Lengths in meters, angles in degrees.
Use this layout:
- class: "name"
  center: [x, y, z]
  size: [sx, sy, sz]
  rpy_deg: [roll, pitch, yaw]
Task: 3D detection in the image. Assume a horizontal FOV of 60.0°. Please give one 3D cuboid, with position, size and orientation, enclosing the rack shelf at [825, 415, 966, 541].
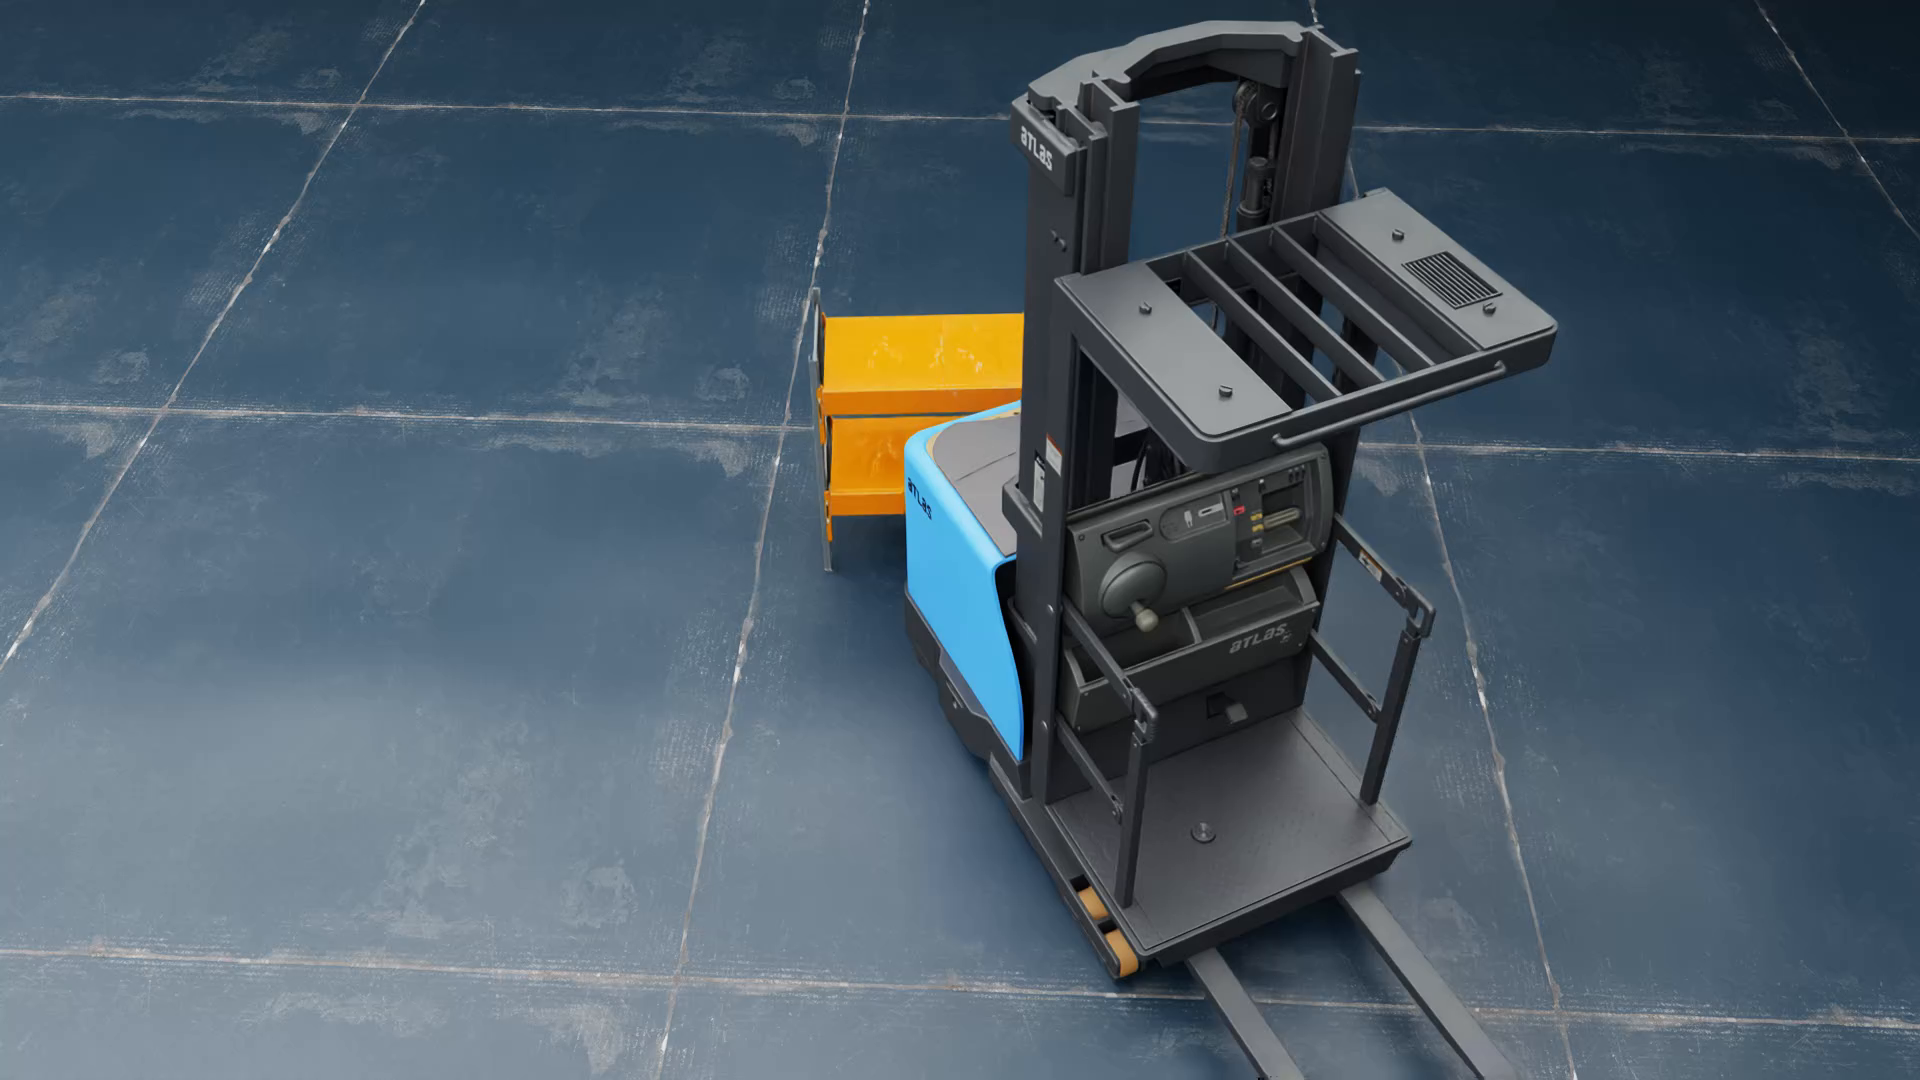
- class: "rack shelf"
  center: [-0.071, -0.283, 7.173]
  size: [1.000, 0.278, 0.538]
  rpy_deg: [-1, 43, -2]

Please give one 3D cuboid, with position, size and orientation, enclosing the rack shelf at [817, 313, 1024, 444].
- class: "rack shelf"
  center: [-0.071, -0.676, 6.807]
  size: [1.000, 0.278, 0.538]
  rpy_deg: [-1, 43, -2]

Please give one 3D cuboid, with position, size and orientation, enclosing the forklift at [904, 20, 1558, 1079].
- class: "forklift"
  center: [0.869, 0.084, 5.095]
  size: [1.130, 2.935, 3.031]
  rpy_deg: [-18, 46, -19]

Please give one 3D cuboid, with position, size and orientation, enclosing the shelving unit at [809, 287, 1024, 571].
- class: "shelving unit"
  center: [-0.071, -0.462, 7.006]
  size: [1.048, 1.125, 0.538]
  rpy_deg: [-1, 43, -2]

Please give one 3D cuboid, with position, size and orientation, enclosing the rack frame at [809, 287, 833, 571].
- class: "rack frame"
  center: [-0.579, -0.450, 6.993]
  size: [0.032, 1.125, 0.500]
  rpy_deg: [-1, 43, -2]
